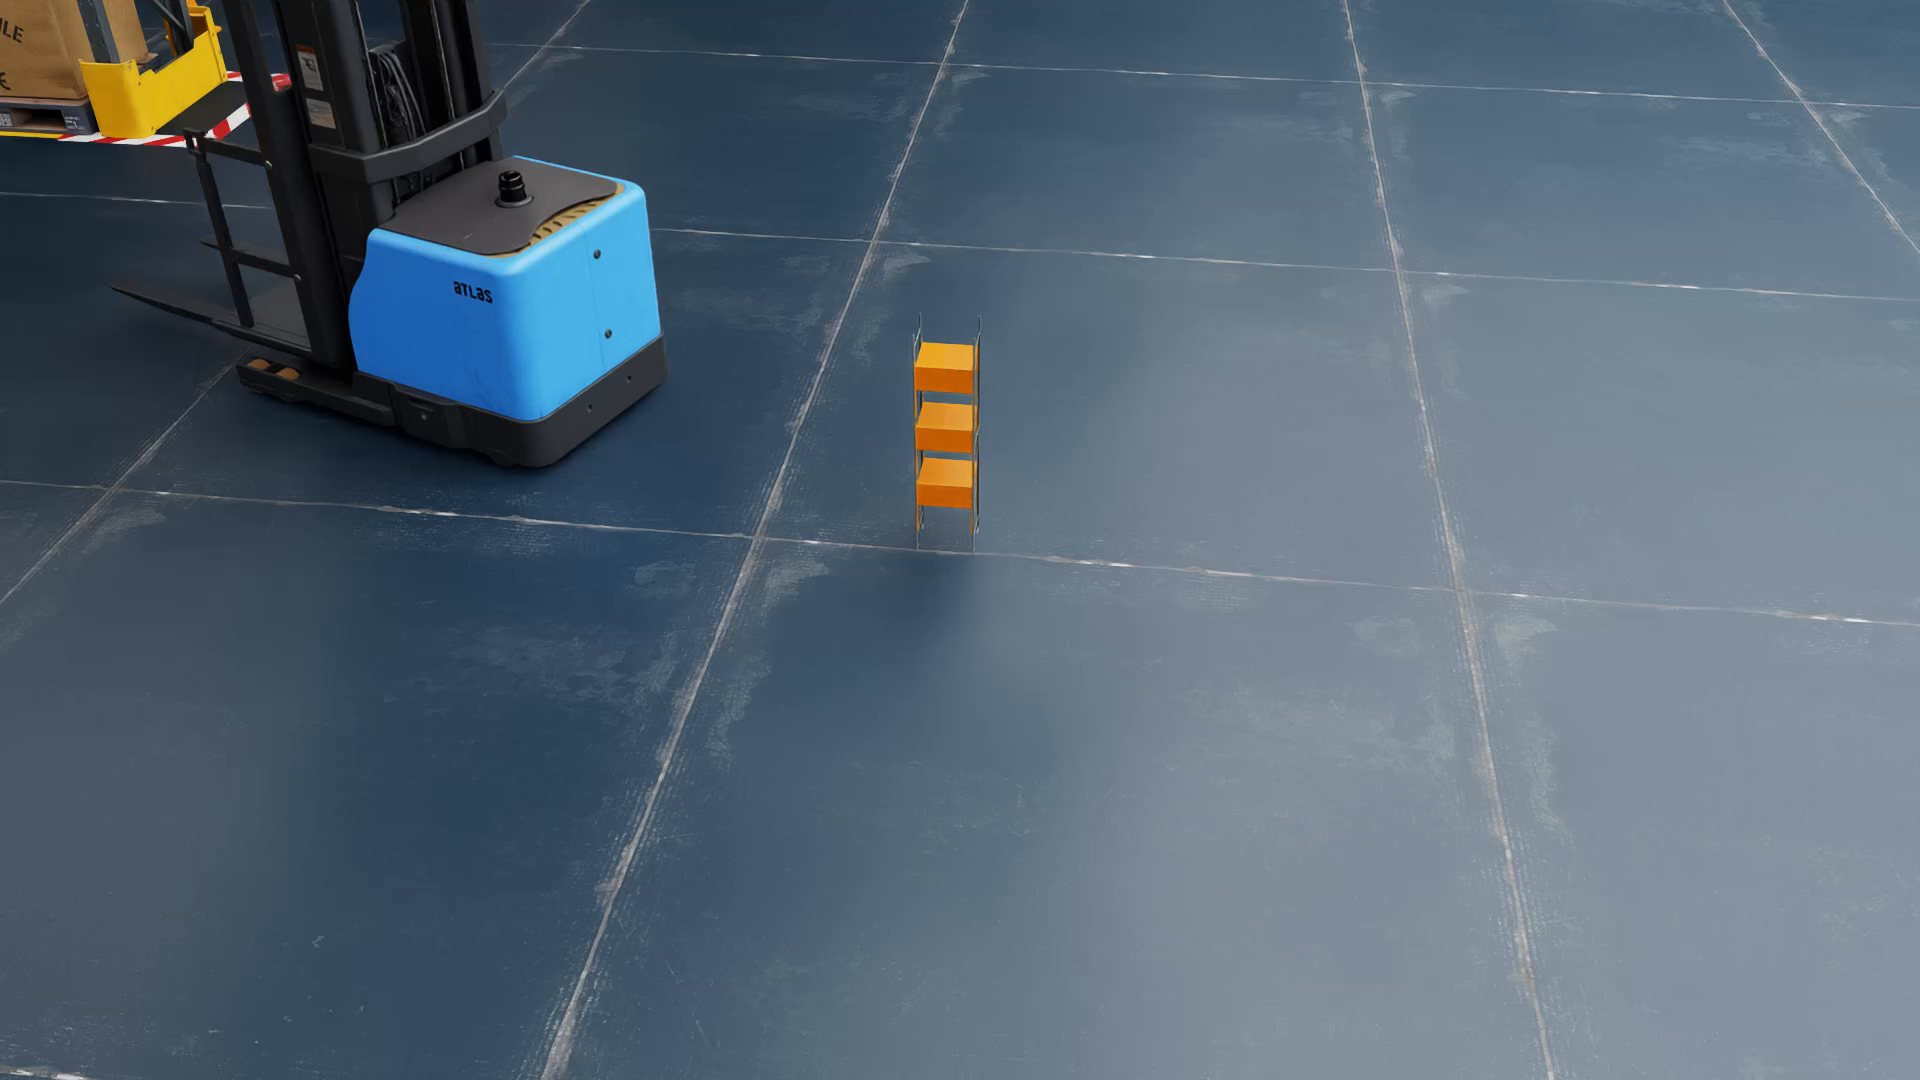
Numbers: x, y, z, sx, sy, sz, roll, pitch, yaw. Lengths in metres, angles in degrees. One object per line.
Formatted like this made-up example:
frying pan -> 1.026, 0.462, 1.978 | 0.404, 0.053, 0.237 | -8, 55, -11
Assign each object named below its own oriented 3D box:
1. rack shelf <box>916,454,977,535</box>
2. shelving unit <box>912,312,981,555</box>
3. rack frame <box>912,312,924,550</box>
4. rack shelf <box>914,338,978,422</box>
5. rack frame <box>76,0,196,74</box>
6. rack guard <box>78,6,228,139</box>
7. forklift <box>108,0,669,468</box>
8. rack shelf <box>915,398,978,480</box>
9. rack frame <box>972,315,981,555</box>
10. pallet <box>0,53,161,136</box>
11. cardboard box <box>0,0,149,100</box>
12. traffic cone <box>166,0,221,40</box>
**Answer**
rack shelf -> -0.053, -0.196, 7.118 | 0.240, 0.259, 0.215 | 4, 36, 6
shelving unit -> -0.053, -0.431, 6.951 | 0.252, 1.050, 0.215 | 4, 36, 6
rack frame -> -0.174, -0.440, 6.963 | 0.008, 1.050, 0.200 | 4, 36, 6
rack shelf -> -0.053, -0.654, 6.792 | 0.240, 0.259, 0.215 | 4, 36, 6
rack frame -> -5.476, -4.208, 10.564 | 0.127, 3.000, 1.000 | 4, 36, 6
rack guard -> -5.452, -3.189, 11.288 | 0.348, 0.500, 1.175 | 4, 36, 6
forklift -> -2.997, -2.123, 7.701 | 3.031, 2.935, 1.130 | 17, 39, 22
rack shelf -> -0.053, -0.423, 6.957 | 0.240, 0.259, 0.215 | 4, 36, 6
rack frame -> 0.068, -0.422, 6.938 | 0.008, 1.050, 0.200 | 4, 36, 6
pallet -> -6.279, -3.087, 11.394 | 1.213, 0.211, 1.003 | 4, 36, 6
cardboard box -> -6.157, -3.527, 11.077 | 0.875, 0.875, 0.875 | 4, 36, 6
traffic cone -> -5.822, -4.033, 12.503 | 0.334, 0.463, 0.336 | 4, 36, 6
